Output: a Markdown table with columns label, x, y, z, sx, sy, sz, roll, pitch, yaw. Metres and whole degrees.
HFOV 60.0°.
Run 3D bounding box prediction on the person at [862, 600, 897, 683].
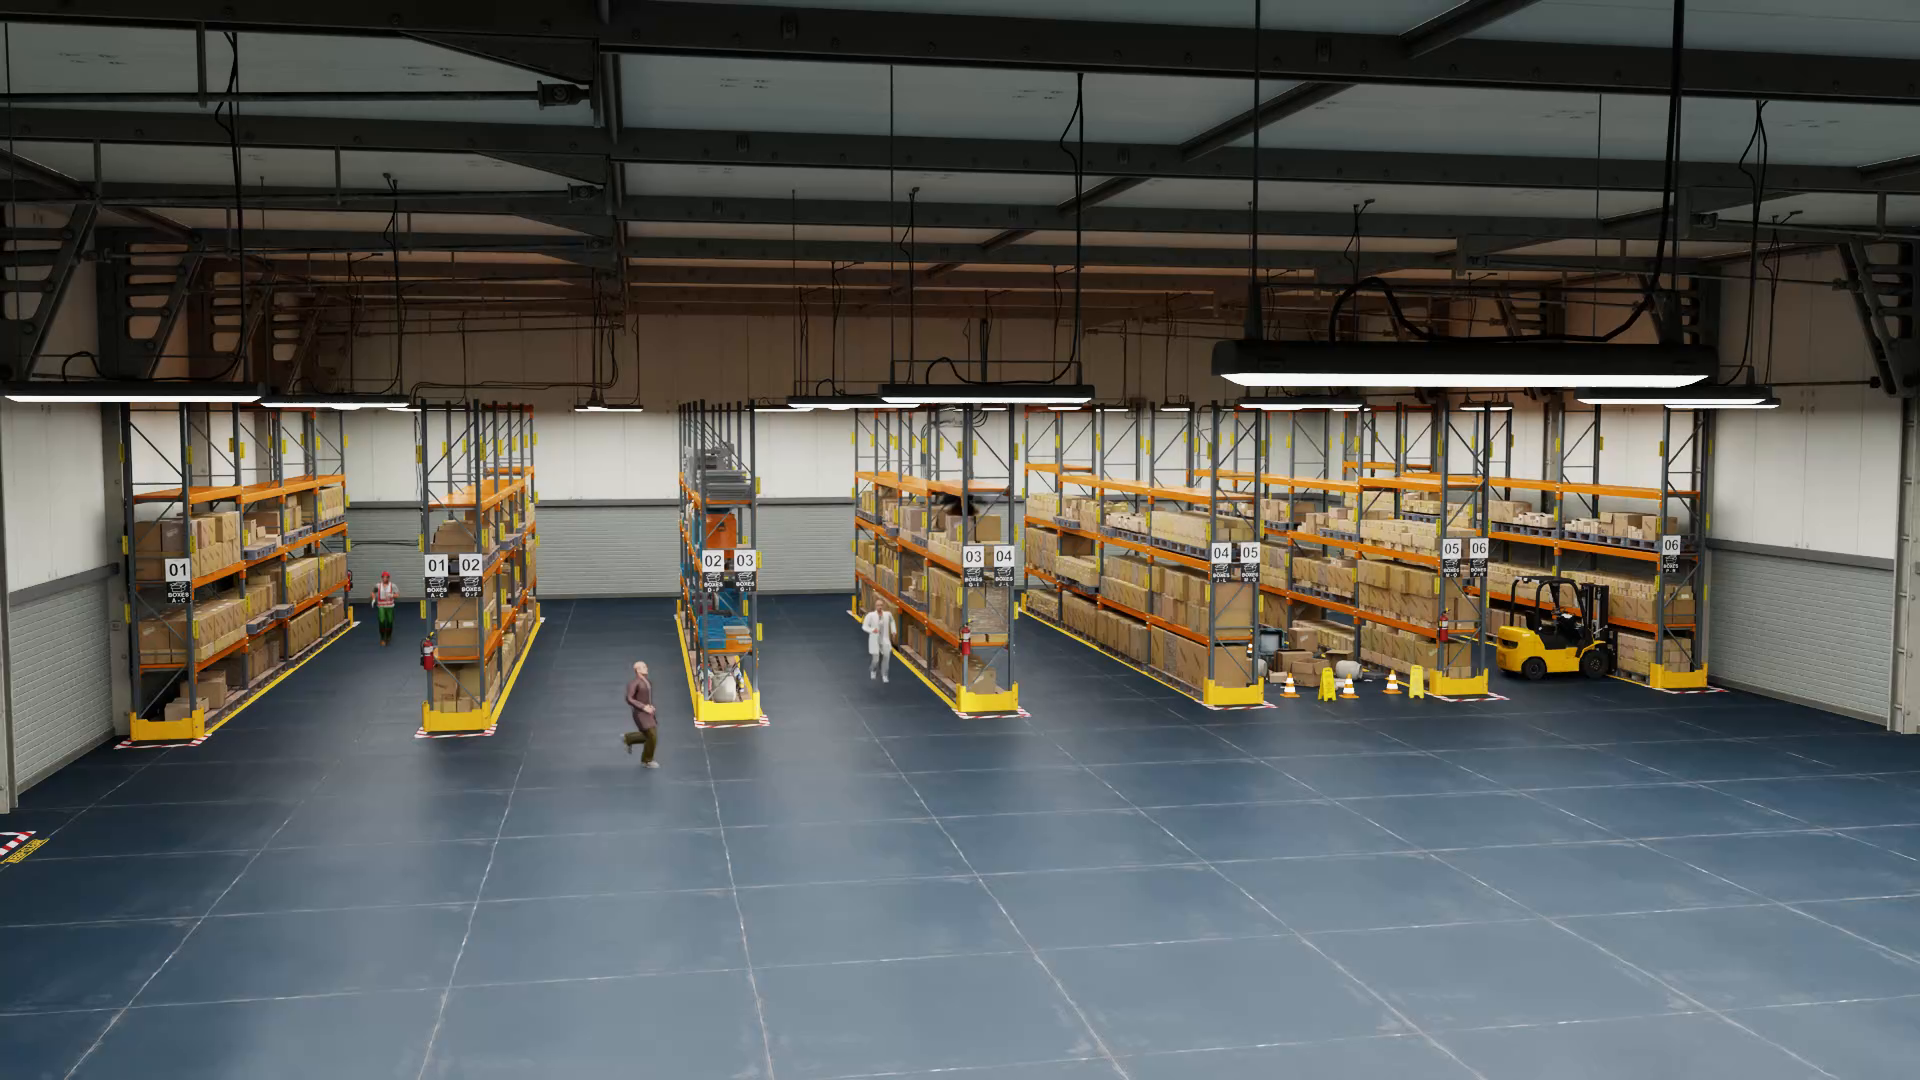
| label | x | y | z | sx | sy | sz | roll | pitch | yaw |
| --- | --- | --- | --- | --- | --- | --- | --- | --- | --- |
| person | -1.671 | 2.074 | 34.536 | 0.736 | 1.680 | 0.893 | -1 | 4 | -12 |

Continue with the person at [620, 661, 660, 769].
| label | x | y | z | sx | sy | sz | roll | pitch | yaw |
| --- | --- | --- | --- | --- | --- | --- | --- | --- | --- |
| person | -5.206 | 2.833 | 27.001 | 0.711 | 1.734 | 0.741 | 1 | 4 | 8 |

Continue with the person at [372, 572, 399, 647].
| label | x | y | z | sx | sy | sz | roll | pitch | yaw |
| --- | --- | --- | --- | --- | --- | --- | --- | --- | --- |
| person | -14.290 | 1.704 | 41.366 | 0.646 | 1.847 | 0.796 | -2 | 5 | -23 |
